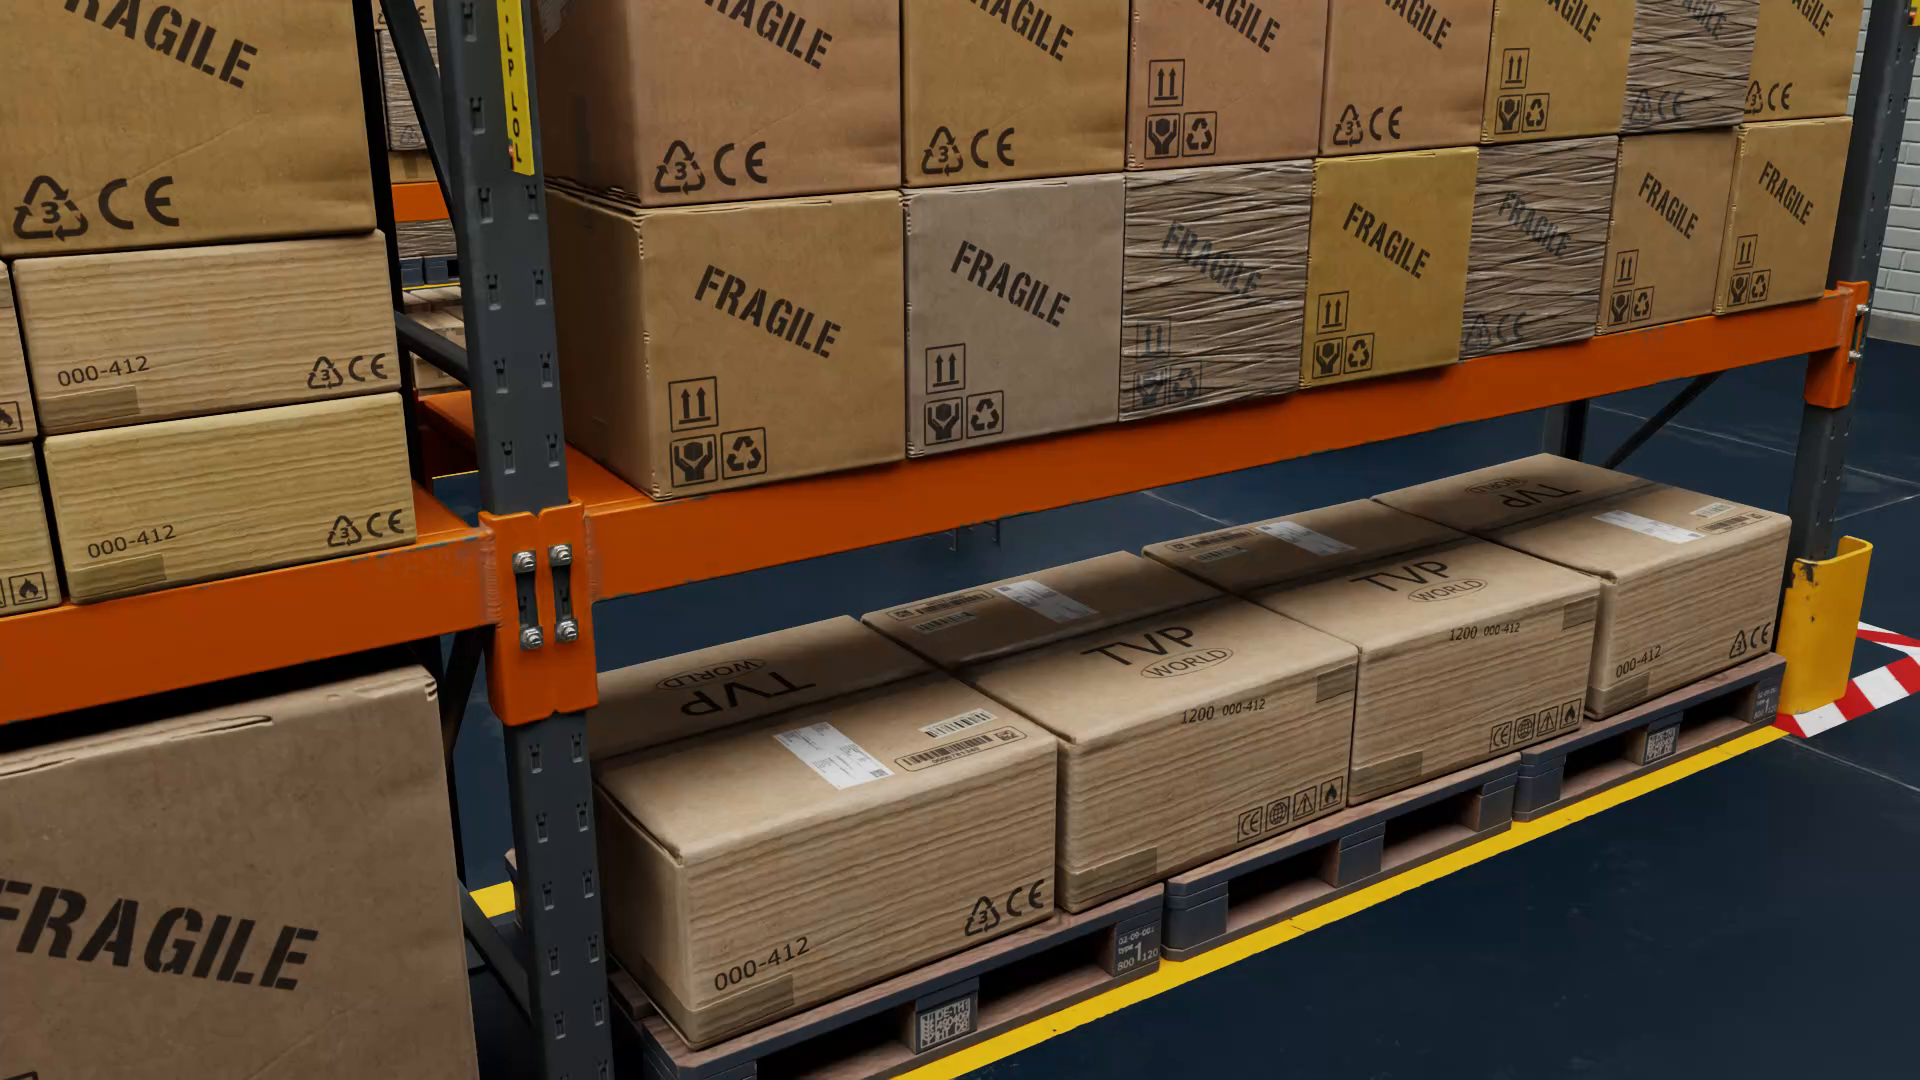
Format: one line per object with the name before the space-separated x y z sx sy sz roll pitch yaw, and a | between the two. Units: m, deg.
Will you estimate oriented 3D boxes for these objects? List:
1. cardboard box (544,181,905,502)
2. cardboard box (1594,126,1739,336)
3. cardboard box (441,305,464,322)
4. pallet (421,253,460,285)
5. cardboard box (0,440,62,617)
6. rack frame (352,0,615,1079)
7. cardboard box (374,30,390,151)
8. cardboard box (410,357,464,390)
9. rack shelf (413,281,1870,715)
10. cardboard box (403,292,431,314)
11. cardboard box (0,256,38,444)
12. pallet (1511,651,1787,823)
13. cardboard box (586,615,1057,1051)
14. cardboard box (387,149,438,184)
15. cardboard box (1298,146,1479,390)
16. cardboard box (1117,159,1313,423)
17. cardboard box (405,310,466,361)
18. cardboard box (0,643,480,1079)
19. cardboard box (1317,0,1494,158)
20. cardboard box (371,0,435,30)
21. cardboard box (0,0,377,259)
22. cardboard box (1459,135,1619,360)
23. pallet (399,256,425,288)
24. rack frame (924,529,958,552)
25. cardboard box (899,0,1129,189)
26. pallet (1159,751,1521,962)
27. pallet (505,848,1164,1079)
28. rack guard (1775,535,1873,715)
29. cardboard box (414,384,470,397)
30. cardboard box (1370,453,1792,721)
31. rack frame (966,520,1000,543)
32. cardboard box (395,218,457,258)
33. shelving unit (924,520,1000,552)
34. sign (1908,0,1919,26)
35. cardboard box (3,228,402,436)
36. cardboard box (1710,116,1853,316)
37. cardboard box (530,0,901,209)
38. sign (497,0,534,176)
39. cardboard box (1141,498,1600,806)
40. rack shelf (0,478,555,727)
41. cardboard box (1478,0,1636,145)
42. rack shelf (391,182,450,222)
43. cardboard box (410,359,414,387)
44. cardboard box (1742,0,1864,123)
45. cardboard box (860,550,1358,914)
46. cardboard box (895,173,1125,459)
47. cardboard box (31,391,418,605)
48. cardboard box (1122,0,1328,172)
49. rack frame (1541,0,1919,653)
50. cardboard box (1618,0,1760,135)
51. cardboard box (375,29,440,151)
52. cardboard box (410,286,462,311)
cardboard box | -0.442 -0.409 3.116 0.500 0.500 0.500 -11 22 -30
cardboard box | 1.678 -0.861 4.452 0.500 0.500 0.500 -12 22 -33
cardboard box | -2.292 -1.027 7.965 0.250 0.149 0.380 -13 23 -34
pallet | -3.713 -2.222 12.987 1.213 0.211 1.003 -12 22 -31
cardboard box | -1.640 -0.042 2.421 0.500 0.250 0.500 -12 22 -32
rack frame | -0.978 -0.349 3.095 0.127 3.000 1.000 -12 22 -31
cardboard box | -2.824 -1.953 7.217 0.500 0.500 0.500 -12 22 -31
cardboard box | -2.491 -0.833 7.857 0.250 0.149 0.380 -11 21 -29
rack shelf | 0.692 -0.361 4.252 4.000 0.370 1.077 -12 22 -31
cardboard box | -2.801 -1.117 8.231 0.250 0.149 0.380 -13 23 -34
cardboard box | -1.626 -0.282 2.350 0.500 0.250 0.500 -11 22 -30
pallet | 1.738 0.429 5.147 1.213 0.211 1.003 -12 22 -31
cardboard box | -0.395 0.584 3.680 0.875 0.438 0.875 -12 22 -32
cardboard box | -2.523 -1.699 7.478 0.250 0.149 0.380 -11 22 -30
cardboard box | 0.829 -0.674 3.897 0.500 0.500 0.500 -11 22 -30
cardboard box | 0.399 -0.583 3.629 0.500 0.500 0.500 -12 22 -31
cardboard box | -2.474 -0.957 7.757 0.250 0.149 0.380 -11 22 -30
cardboard box | -1.452 0.589 2.981 0.875 0.875 0.875 -11 22 -30
cardboard box | 0.834 -1.152 3.752 0.500 0.500 0.500 -12 22 -32
cardboard box | -2.412 -2.508 7.297 0.500 0.500 0.500 -11 22 -31
cardboard box | -1.213 -0.725 2.487 0.500 0.500 0.500 -11 22 -30
cardboard box | 1.253 -0.768 4.177 0.500 0.500 0.500 -11 22 -30
pallet | -4.731 -2.008 12.356 1.213 0.211 1.003 -12 22 -31
rack frame | -0.078 -0.410 6.552 0.006 0.900 0.240 -12 22 -31
cardboard box | -0.022 -0.977 3.233 0.500 0.500 0.500 -12 22 -32
pallet | 0.720 0.642 4.515 1.213 0.211 1.003 -12 22 -31
pallet | -0.300 0.859 3.876 1.213 0.211 1.003 -12 22 -31
rack guard | 2.382 0.126 5.592 0.348 0.500 1.175 -12 22 -31
cardboard box | -2.513 -0.702 7.932 0.250 0.149 0.380 -13 23 -34
cardboard box | 1.866 0.104 5.099 0.875 0.438 0.875 -13 23 -33
rack frame | 0.092 -0.446 6.658 0.006 0.900 0.240 -12 22 -31
cardboard box | -4.339 -2.603 12.422 0.875 0.875 0.875 -12 22 -31
shelving unit | 0.007 -0.428 6.605 0.210 0.900 0.258 -12 22 -31
sign | 2.649 -1.567 4.519 0.005 0.325 0.100 -12 22 -31
cardboard box | -1.213 -0.372 2.617 0.500 0.250 0.500 -12 22 -31
cardboard box | 2.105 -0.946 4.702 0.500 0.500 0.500 -12 22 -31
cardboard box | -0.448 -0.890 2.975 0.500 0.500 0.500 -12 22 -31
sign | -0.672 -0.717 2.498 0.005 0.325 0.100 -12 22 -31
cardboard box | 1.106 0.267 4.615 0.875 0.438 0.875 -11 22 -30
rack shelf | -2.649 0.344 2.168 4.000 0.370 1.077 -12 22 -31
cardboard box | 1.255 -1.240 4.012 0.500 0.500 0.500 -12 22 -32
rack shelf | -2.115 -1.667 8.116 4.000 0.370 1.077 -12 22 -31
cardboard box | -2.734 -0.791 7.732 0.250 0.149 0.380 -13 23 -34
cardboard box | 2.091 -1.426 4.563 0.500 0.500 0.500 -11 22 -30
cardboard box | 0.352 0.426 4.147 0.875 0.438 0.875 -13 22 -33
cardboard box | -0.020 -0.497 3.375 0.500 0.500 0.500 -12 22 -31
cardboard box | -1.214 -0.132 2.686 0.500 0.250 0.500 -13 22 -33
cardboard box | 0.412 -1.064 3.491 0.500 0.500 0.500 -11 22 -30
rack frame | 2.362 -1.054 5.179 0.127 3.000 1.000 -12 22 -31
cardboard box | 1.670 -1.326 4.267 0.500 0.500 0.500 -12 22 -31
cardboard box | -2.383 -2.032 7.451 0.500 0.500 0.500 -12 22 -33
cardboard box | -2.582 -1.168 8.381 0.250 0.149 0.380 -13 23 -33
